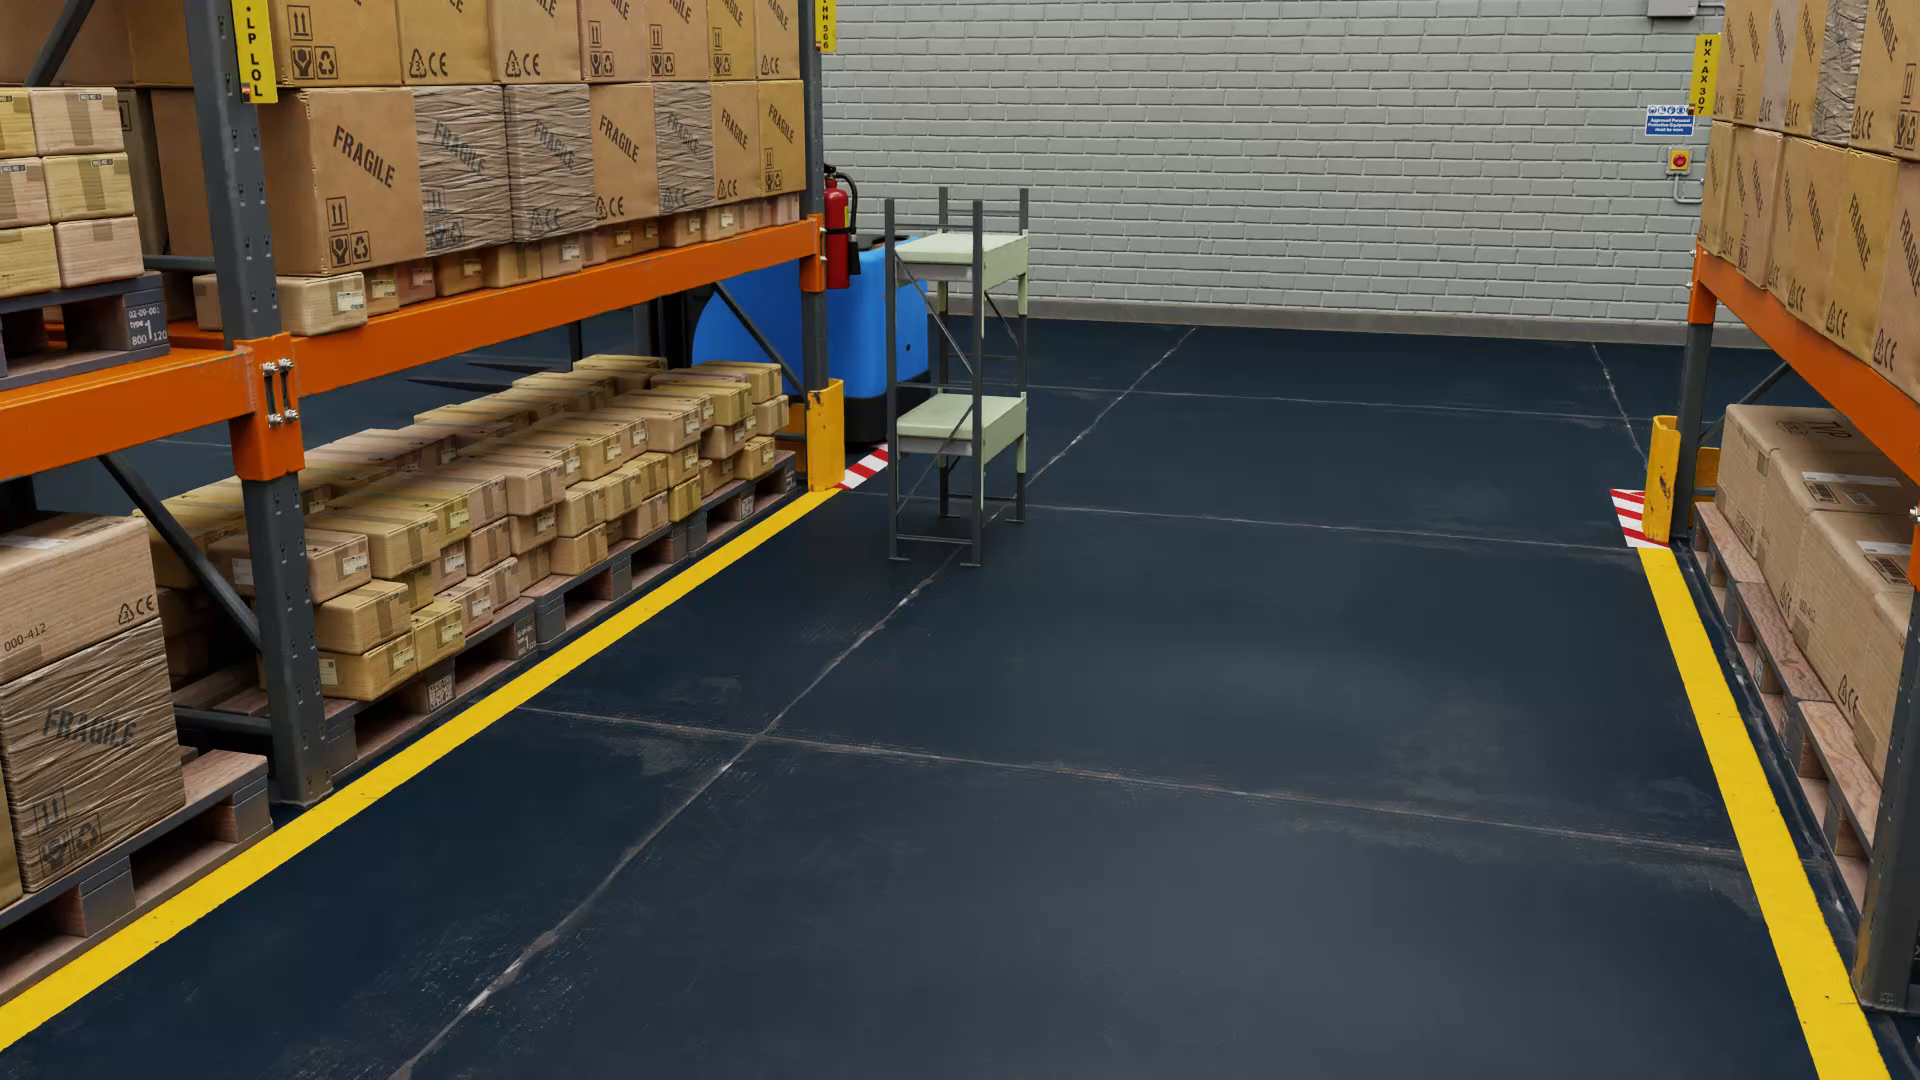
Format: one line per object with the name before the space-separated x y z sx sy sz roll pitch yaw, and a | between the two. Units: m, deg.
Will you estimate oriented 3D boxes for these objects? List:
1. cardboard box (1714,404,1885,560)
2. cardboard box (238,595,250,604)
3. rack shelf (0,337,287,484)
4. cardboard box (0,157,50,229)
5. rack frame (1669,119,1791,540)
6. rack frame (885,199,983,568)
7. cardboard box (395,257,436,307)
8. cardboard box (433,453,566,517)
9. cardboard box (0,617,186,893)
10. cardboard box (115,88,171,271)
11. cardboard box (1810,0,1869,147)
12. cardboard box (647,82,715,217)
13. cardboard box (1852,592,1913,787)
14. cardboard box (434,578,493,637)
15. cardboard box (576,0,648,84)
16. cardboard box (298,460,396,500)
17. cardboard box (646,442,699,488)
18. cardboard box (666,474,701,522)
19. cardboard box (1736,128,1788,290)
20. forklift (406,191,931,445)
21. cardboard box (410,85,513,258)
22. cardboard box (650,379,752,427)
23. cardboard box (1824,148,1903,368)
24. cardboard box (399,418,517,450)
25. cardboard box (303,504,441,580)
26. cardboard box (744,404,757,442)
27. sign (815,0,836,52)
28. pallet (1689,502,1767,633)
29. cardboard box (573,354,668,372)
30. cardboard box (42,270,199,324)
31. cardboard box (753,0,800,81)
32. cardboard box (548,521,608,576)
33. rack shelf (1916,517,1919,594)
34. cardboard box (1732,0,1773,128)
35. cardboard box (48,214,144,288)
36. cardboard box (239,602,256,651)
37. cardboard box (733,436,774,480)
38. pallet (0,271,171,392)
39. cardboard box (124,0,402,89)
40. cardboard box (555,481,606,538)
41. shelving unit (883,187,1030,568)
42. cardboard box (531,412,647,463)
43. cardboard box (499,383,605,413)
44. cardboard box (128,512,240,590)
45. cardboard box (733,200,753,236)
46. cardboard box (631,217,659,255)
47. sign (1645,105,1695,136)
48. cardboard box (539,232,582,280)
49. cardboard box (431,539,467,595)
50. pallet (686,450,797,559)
cardboard box | 3.529 -0.218 6.525 0.875 0.438 0.875 4 16 14
cardboard box | -2.441 0.108 5.361 0.380 0.149 0.250 4 16 13
rack shelf | -2.859 0.130 2.693 1.077 0.370 4.000 5 16 16
cardboard box | -2.288 -0.775 3.712 0.380 0.149 0.250 5 17 16
rack frame | 3.621 -1.429 6.869 1.000 3.000 0.127 5 16 16
rack frame | -0.106 -0.624 6.781 0.400 1.500 0.023 5 16 16
cardboard box | -1.868 -0.815 5.165 0.380 0.149 0.250 4 16 13
cardboard box | -1.631 -0.198 5.895 0.380 0.149 0.250 5 17 17
cardboard box | -2.259 0.474 3.972 0.500 0.500 0.500 4 16 15
cardboard box | -2.424 -1.079 4.909 0.500 0.500 0.500 5 16 16
cardboard box | 2.641 -1.322 4.478 0.500 0.500 0.500 5 17 17
cardboard box | -1.321 -1.572 6.646 0.500 0.500 0.500 5 16 16
cardboard box | 2.766 0.493 4.022 0.875 0.438 0.875 4 16 15
cardboard box | -1.782 0.221 5.508 0.380 0.149 0.250 5 16 16
cardboard box | -1.476 -1.911 6.010 0.500 0.500 0.500 4 16 14
cardboard box | -2.192 -0.167 5.786 0.380 0.149 0.250 5 17 18
cardboard box | -1.311 -0.327 6.894 0.380 0.149 0.250 5 17 17
cardboard box | -1.307 -0.188 6.950 0.380 0.149 0.250 4 16 13
cardboard box | 2.931 -1.107 5.553 0.500 0.500 0.500 5 16 16
forklift | -1.748 -2.115 9.415 3.031 2.935 1.130 5 17 16
cardboard box | -1.774 -1.171 5.232 0.500 0.500 0.500 5 16 16
cardboard box | -1.139 -0.606 7.332 0.380 0.149 0.250 4 16 15
cardboard box | 2.512 -0.706 4.140 0.500 0.500 0.500 4 16 15
cardboard box | -1.963 -0.373 6.512 0.380 0.149 0.250 5 16 16
cardboard box | -1.859 0.002 5.189 0.380 0.149 0.250 5 17 19
cardboard box | -1.156 -0.535 7.629 0.380 0.149 0.250 4 16 15
sign | -0.627 -2.447 7.758 0.100 0.325 0.005 5 16 16
pallet | 3.469 0.128 6.491 1.003 0.211 1.213 5 16 16
cardboard box | -1.628 -0.792 7.989 0.380 0.149 0.250 4 16 13
cardboard box | -2.434 -0.712 4.801 0.380 0.149 0.250 4 16 15
cardboard box | -1.045 -2.319 7.448 0.500 0.500 0.500 4 16 15
cardboard box | -1.549 0.017 6.227 0.380 0.149 0.250 4 16 14
rack shelf | 1.916 0.487 1.433 1.077 0.370 4.000 5 16 16
cardboard box | 3.071 -1.719 5.876 0.500 0.500 0.500 4 16 14
cardboard box | -2.213 -0.701 3.996 0.380 0.149 0.250 4 16 15
cardboard box | -2.351 0.239 5.443 0.380 0.149 0.250 5 17 17
cardboard box | -1.079 -0.388 7.653 0.380 0.149 0.250 5 17 18
pallet | -2.647 -0.459 3.801 1.003 0.211 1.213 5 16 16
cardboard box | -1.928 -1.511 4.599 0.500 0.500 0.500 5 17 17
cardboard box | -1.547 -0.125 6.181 0.380 0.149 0.250 4 16 15
shelving unit | -0.002 -0.720 7.119 0.431 1.500 0.755 5 16 16
cardboard box | -1.478 -0.408 6.635 0.380 0.149 0.250 4 16 14
cardboard box | -1.777 -0.583 7.253 0.380 0.149 0.250 4 16 13
cardboard box | -2.439 0.030 5.090 0.380 0.149 0.250 5 17 17
cardboard box | -1.139 -1.429 7.331 0.380 0.149 0.250 4 16 15
cardboard box | -1.426 -1.228 6.621 0.380 0.149 0.250 4 16 14
sign | 5.172 -3.055 12.109 0.327 0.218 0.001 5 16 16
cardboard box | -1.568 -1.016 5.874 0.380 0.149 0.250 5 17 18
cardboard box | -1.860 0.077 5.470 0.380 0.149 0.250 5 16 16
pallet | -1.440 -0.215 7.700 1.003 0.211 1.213 5 16 16
